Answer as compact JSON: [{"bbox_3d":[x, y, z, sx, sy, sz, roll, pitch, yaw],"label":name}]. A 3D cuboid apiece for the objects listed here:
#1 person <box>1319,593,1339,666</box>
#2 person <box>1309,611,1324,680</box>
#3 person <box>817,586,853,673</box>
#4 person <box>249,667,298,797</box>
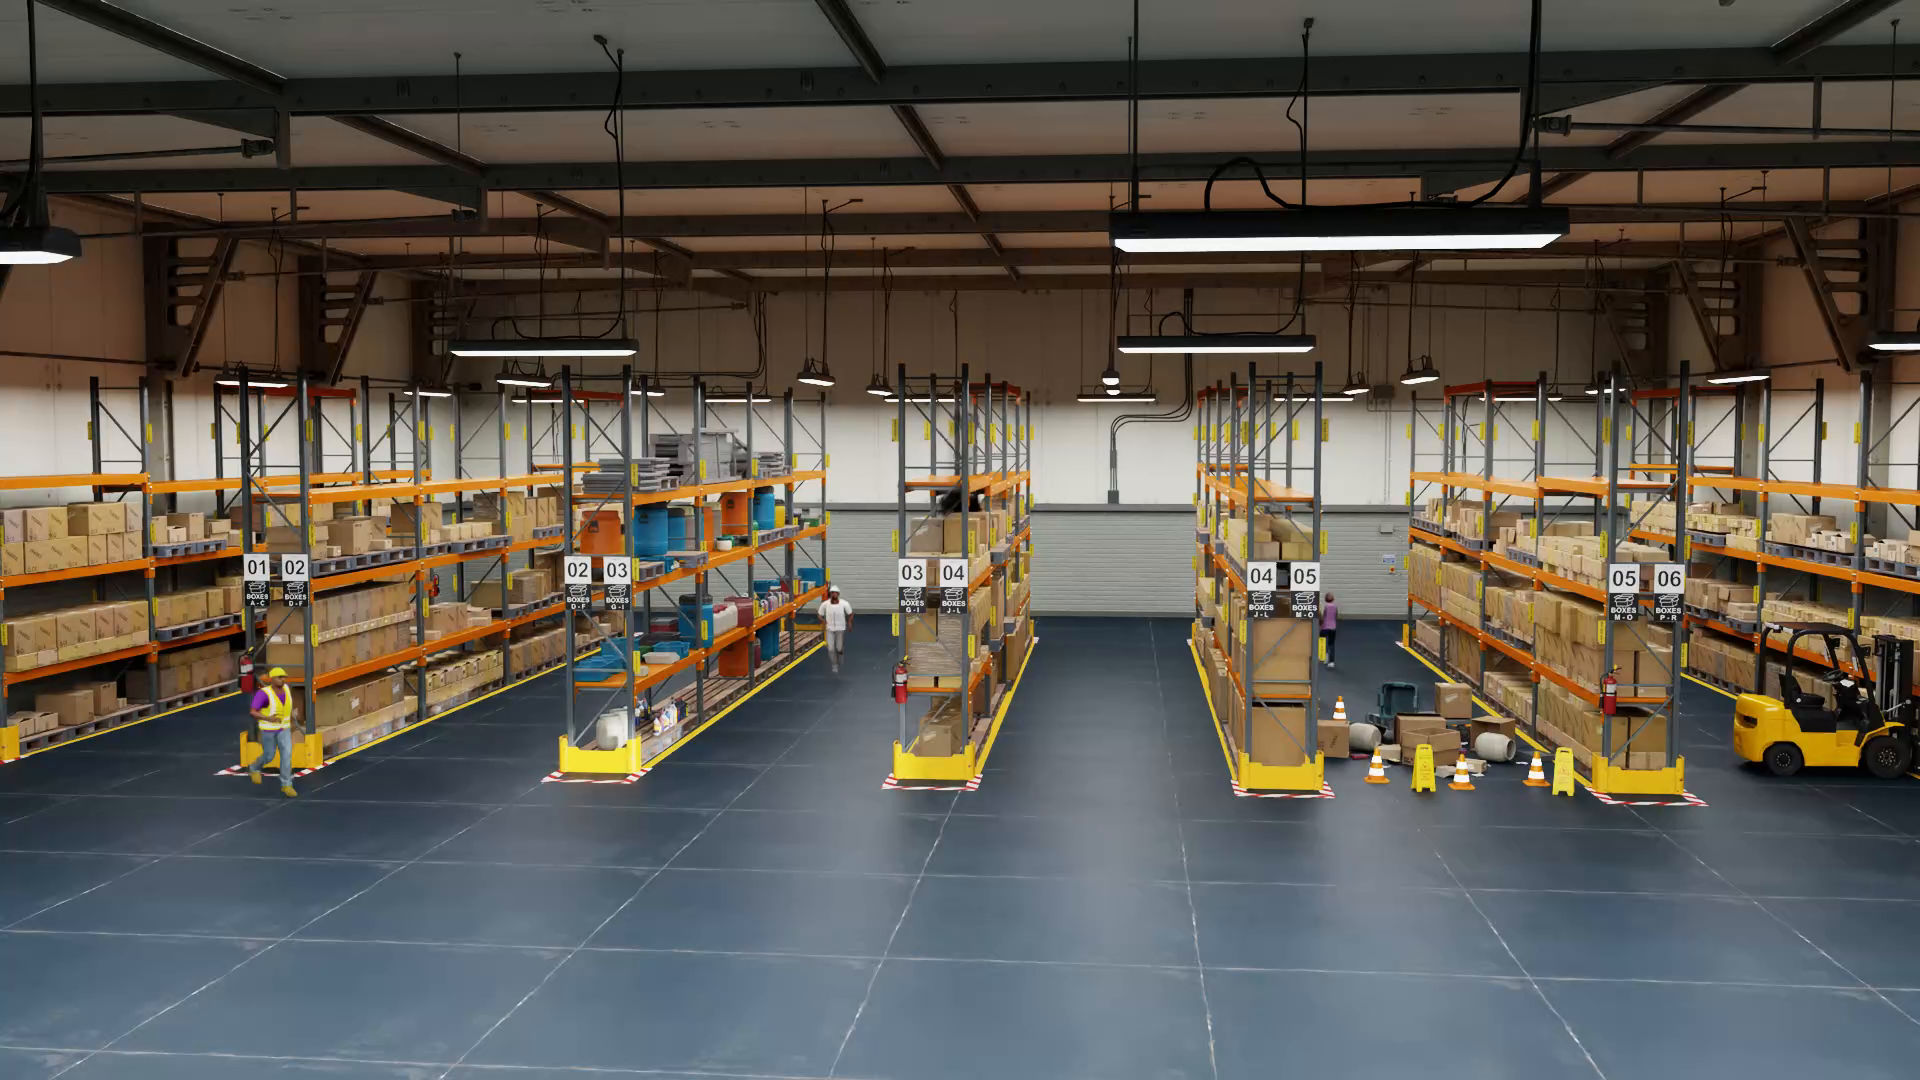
[{"bbox_3d":[7.910,1.908,35.792,0.507,1.560,0.701,0,4,-5],"label":"person"},{"bbox_3d":[6.933,2.004,33.172,0.668,1.844,0.861,0,4,1],"label":"person"},{"bbox_3d":[-2.467,1.763,32.790,0.703,1.710,0.551,0,4,0],"label":"person"},{"bbox_3d":[-9.544,2.638,23.116,1.028,1.761,0.726,2,4,33],"label":"person"}]
